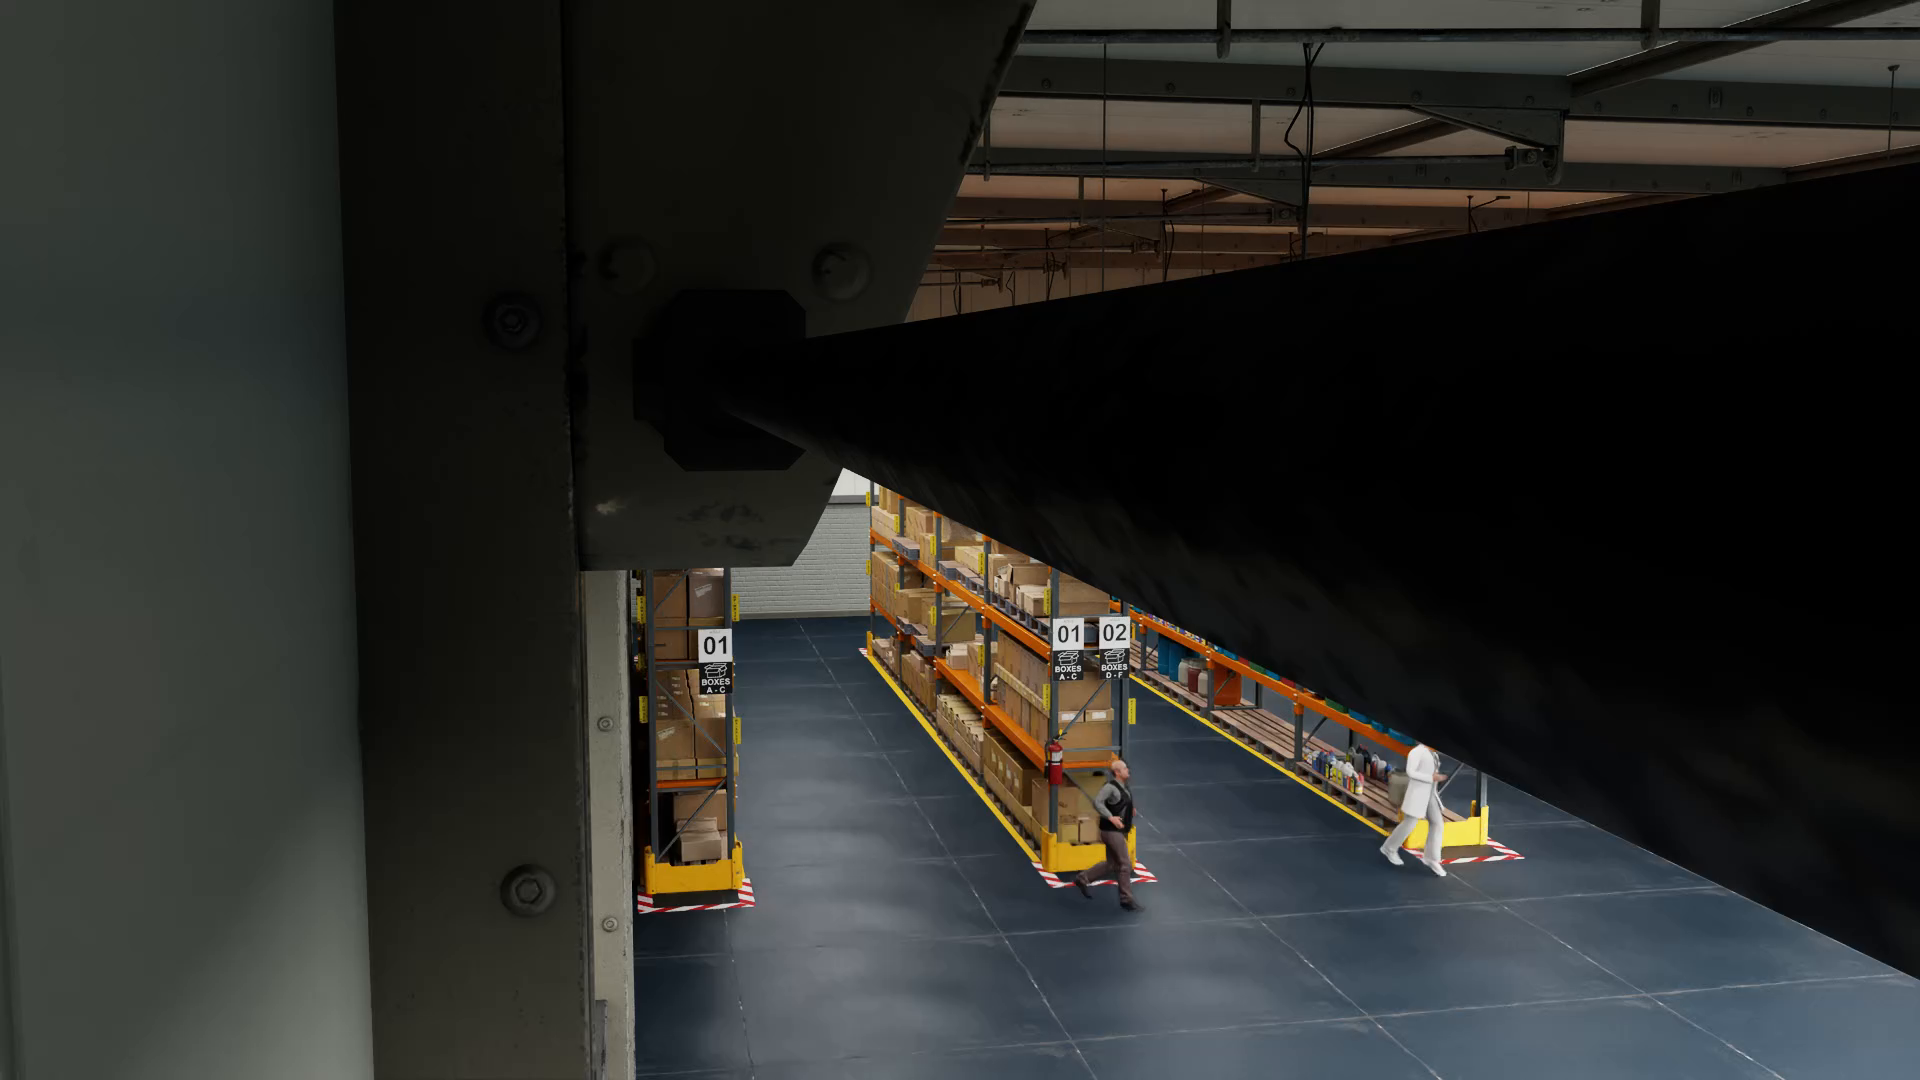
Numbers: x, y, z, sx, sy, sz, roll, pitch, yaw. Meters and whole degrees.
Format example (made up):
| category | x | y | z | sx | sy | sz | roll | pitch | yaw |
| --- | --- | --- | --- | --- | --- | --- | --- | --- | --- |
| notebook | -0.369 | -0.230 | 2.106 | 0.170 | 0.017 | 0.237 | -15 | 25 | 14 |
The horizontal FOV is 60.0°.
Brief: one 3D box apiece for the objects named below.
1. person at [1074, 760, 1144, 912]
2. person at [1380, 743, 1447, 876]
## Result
| category | x | y | z | sx | sy | sz | roll | pitch | yaw |
| --- | --- | --- | --- | --- | --- | --- | --- | --- | --- |
| person | 1.803 | 3.458 | 19.636 | 0.878 | 1.728 | 0.685 | 2 | 6 | 21 |
| person | 5.806 | 3.250 | 20.978 | 0.902 | 1.811 | 0.729 | 6 | 8 | 43 |
